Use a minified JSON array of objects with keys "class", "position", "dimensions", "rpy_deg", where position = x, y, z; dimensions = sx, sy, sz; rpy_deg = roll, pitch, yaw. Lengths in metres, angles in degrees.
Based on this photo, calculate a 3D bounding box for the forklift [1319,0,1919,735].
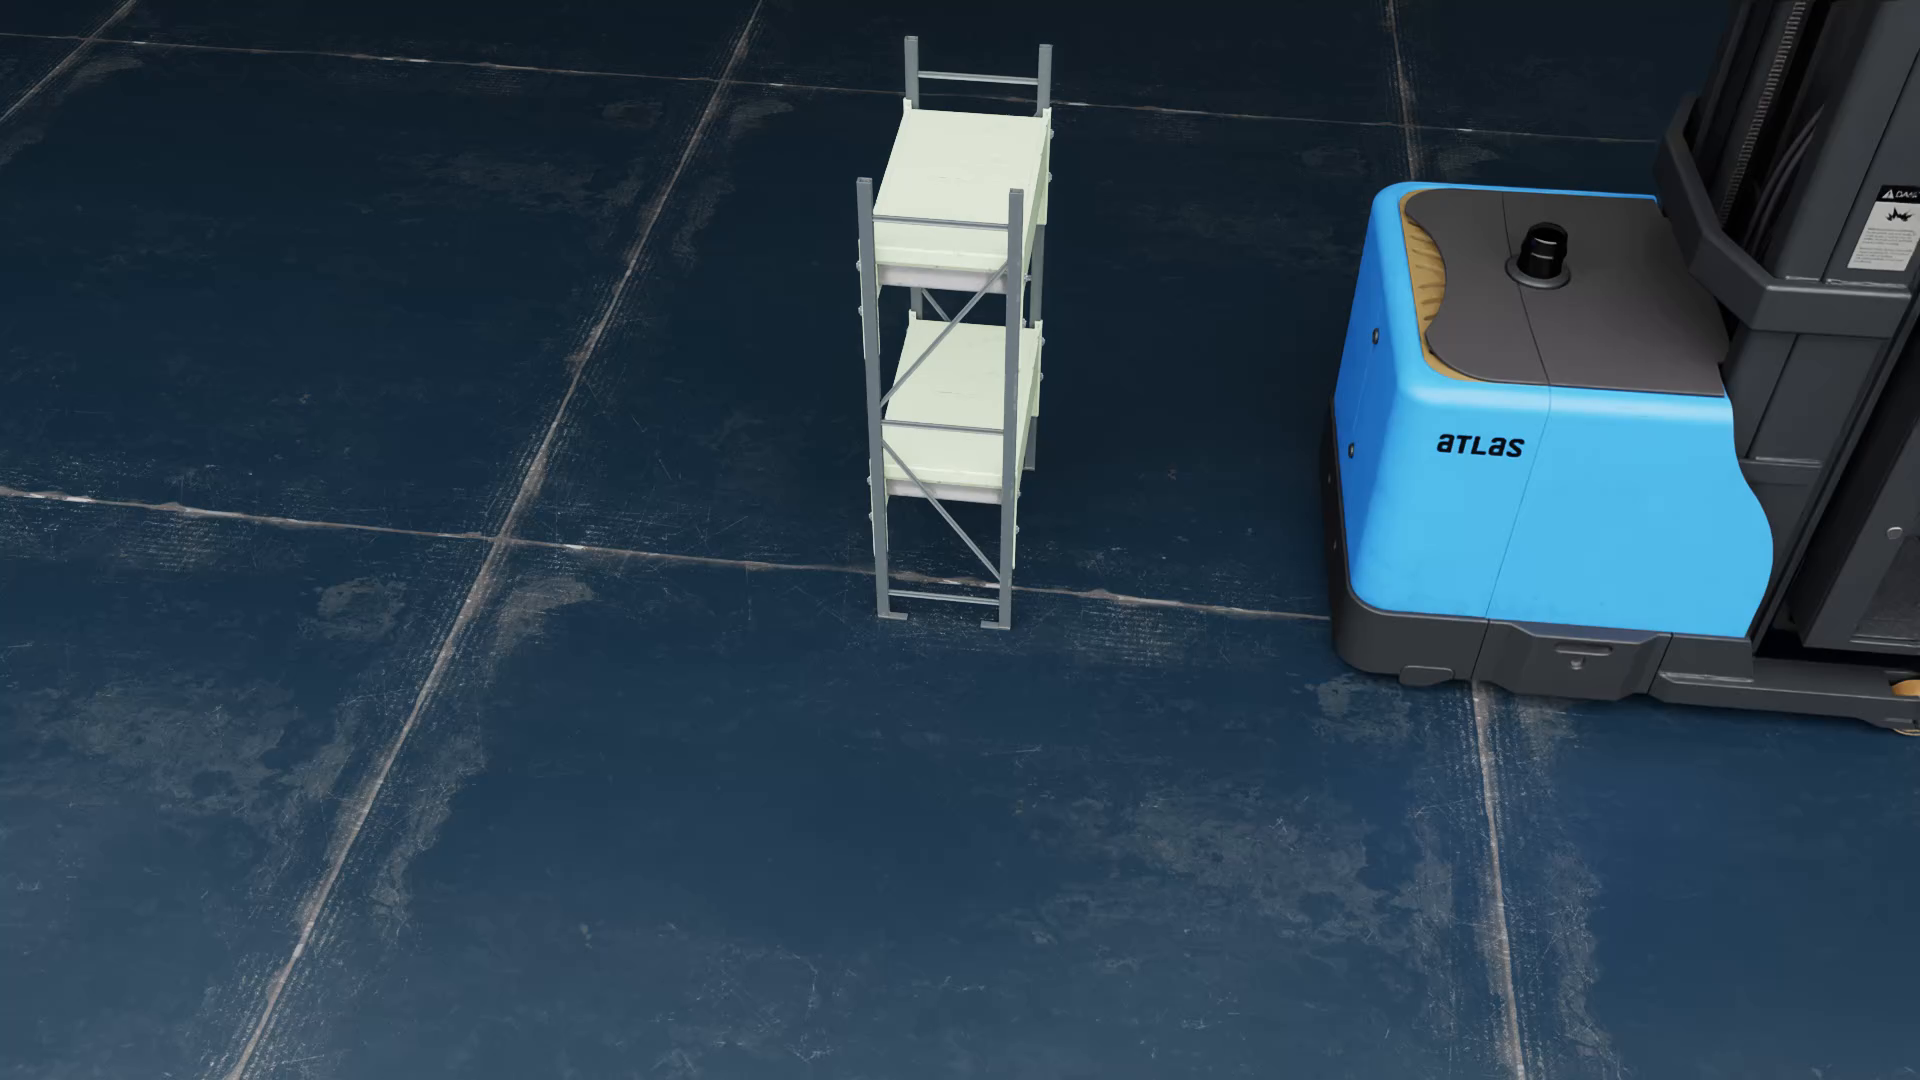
[{"class":"forklift","position":[2.635,-0.890,4.058],"dimensions":[3.031,2.935,1.130],"rpy_deg":[4,44,4]}]

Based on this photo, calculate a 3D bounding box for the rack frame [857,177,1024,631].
[{"class":"rack frame","position":[-0.048,-0.300,4.476],"dimensions":[0.400,1.500,0.023],"rpy_deg":[5,44,6]}]

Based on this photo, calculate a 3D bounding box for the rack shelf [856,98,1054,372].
[{"class":"rack shelf","position":[0.001,-0.833,4.471],"dimensions":[0.431,0.370,0.720],"rpy_deg":[5,44,6]}]

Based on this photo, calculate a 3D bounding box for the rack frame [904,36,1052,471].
[{"class":"rack frame","position":[0.049,-0.799,5.003],"dimensions":[0.400,1.500,0.023],"rpy_deg":[5,44,6]}]

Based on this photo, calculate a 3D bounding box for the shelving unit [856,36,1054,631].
[{"class":"shelving unit","position":[0.001,-0.549,4.739],"dimensions":[0.431,1.500,0.755],"rpy_deg":[5,44,6]}]

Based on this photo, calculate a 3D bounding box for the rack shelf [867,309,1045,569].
[{"class":"rack shelf","position":[0.001,-0.312,4.963],"dimensions":[0.431,0.370,0.720],"rpy_deg":[5,44,6]}]
